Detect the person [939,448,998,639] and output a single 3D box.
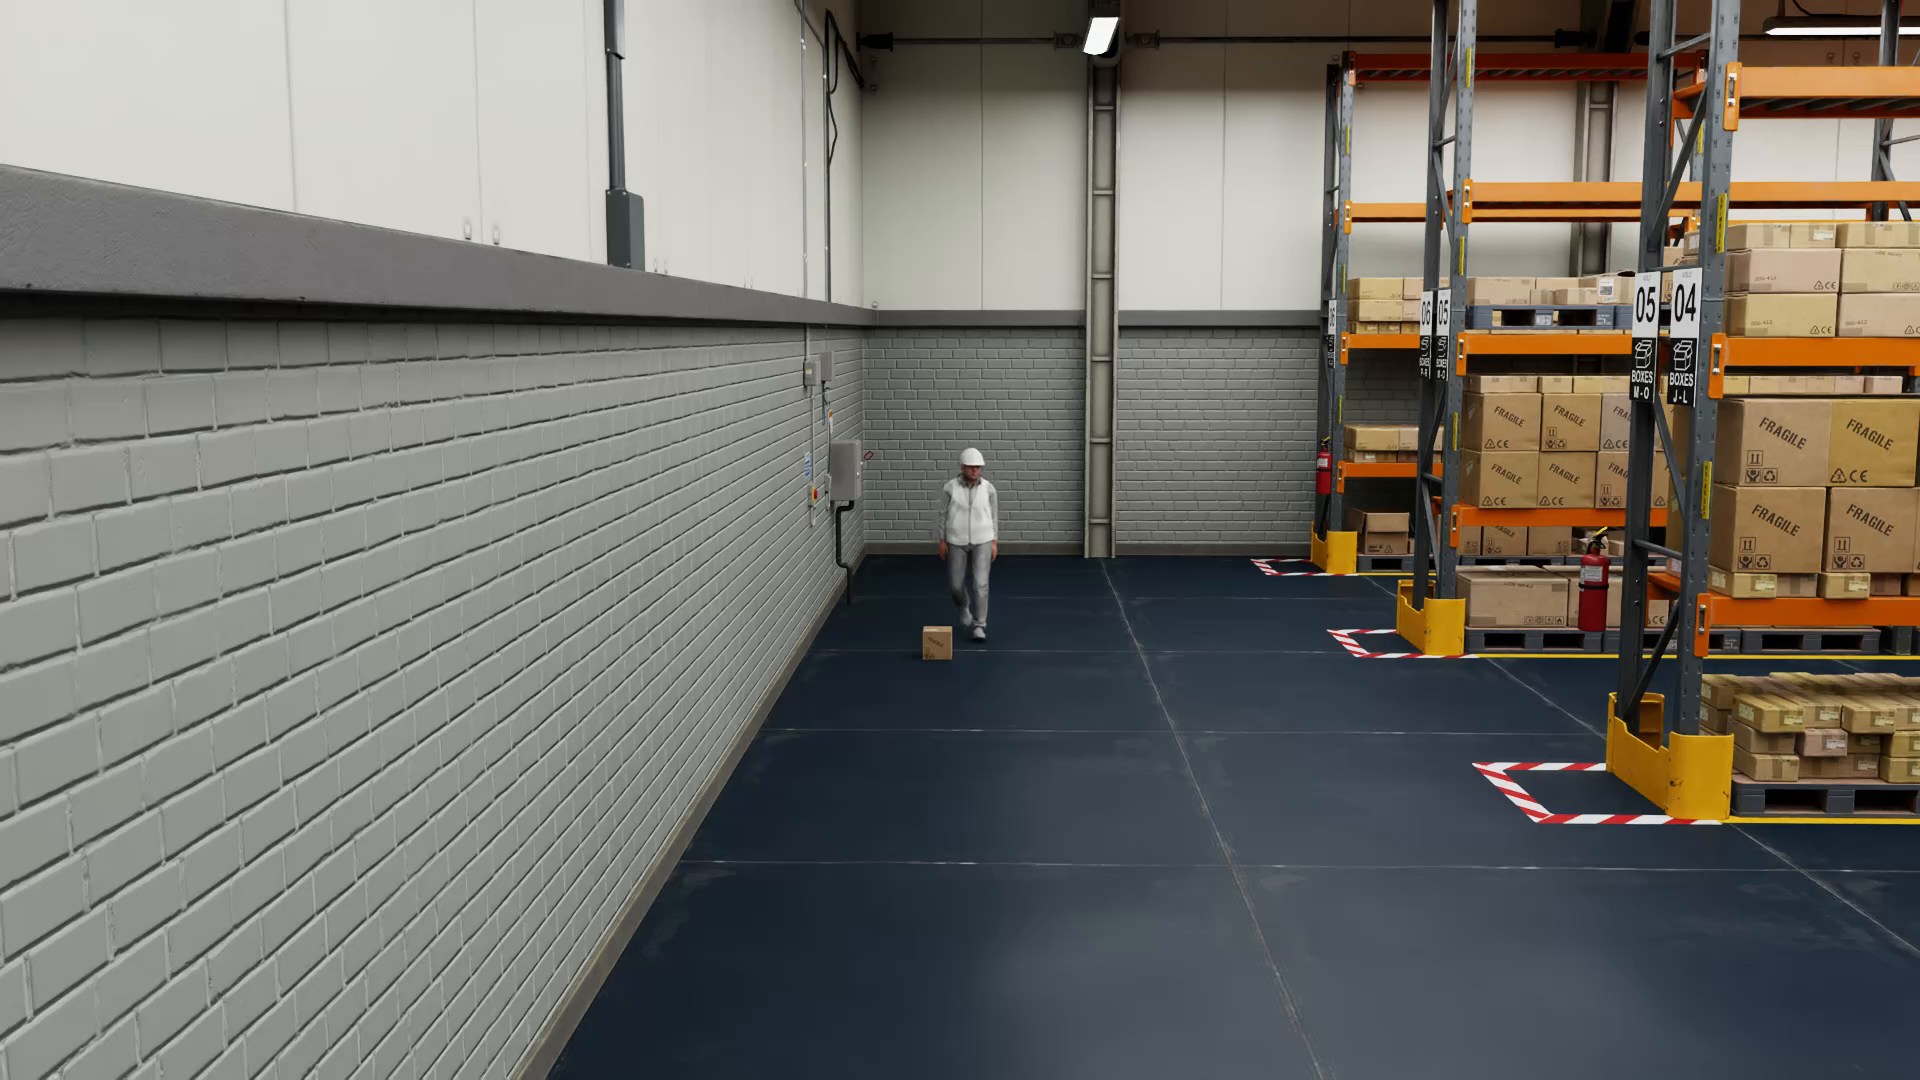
[{"bbox_3d":[0.077,0.018,15.479,0.552,1.764,0.737,0,7,-1],"label":"person"}]
